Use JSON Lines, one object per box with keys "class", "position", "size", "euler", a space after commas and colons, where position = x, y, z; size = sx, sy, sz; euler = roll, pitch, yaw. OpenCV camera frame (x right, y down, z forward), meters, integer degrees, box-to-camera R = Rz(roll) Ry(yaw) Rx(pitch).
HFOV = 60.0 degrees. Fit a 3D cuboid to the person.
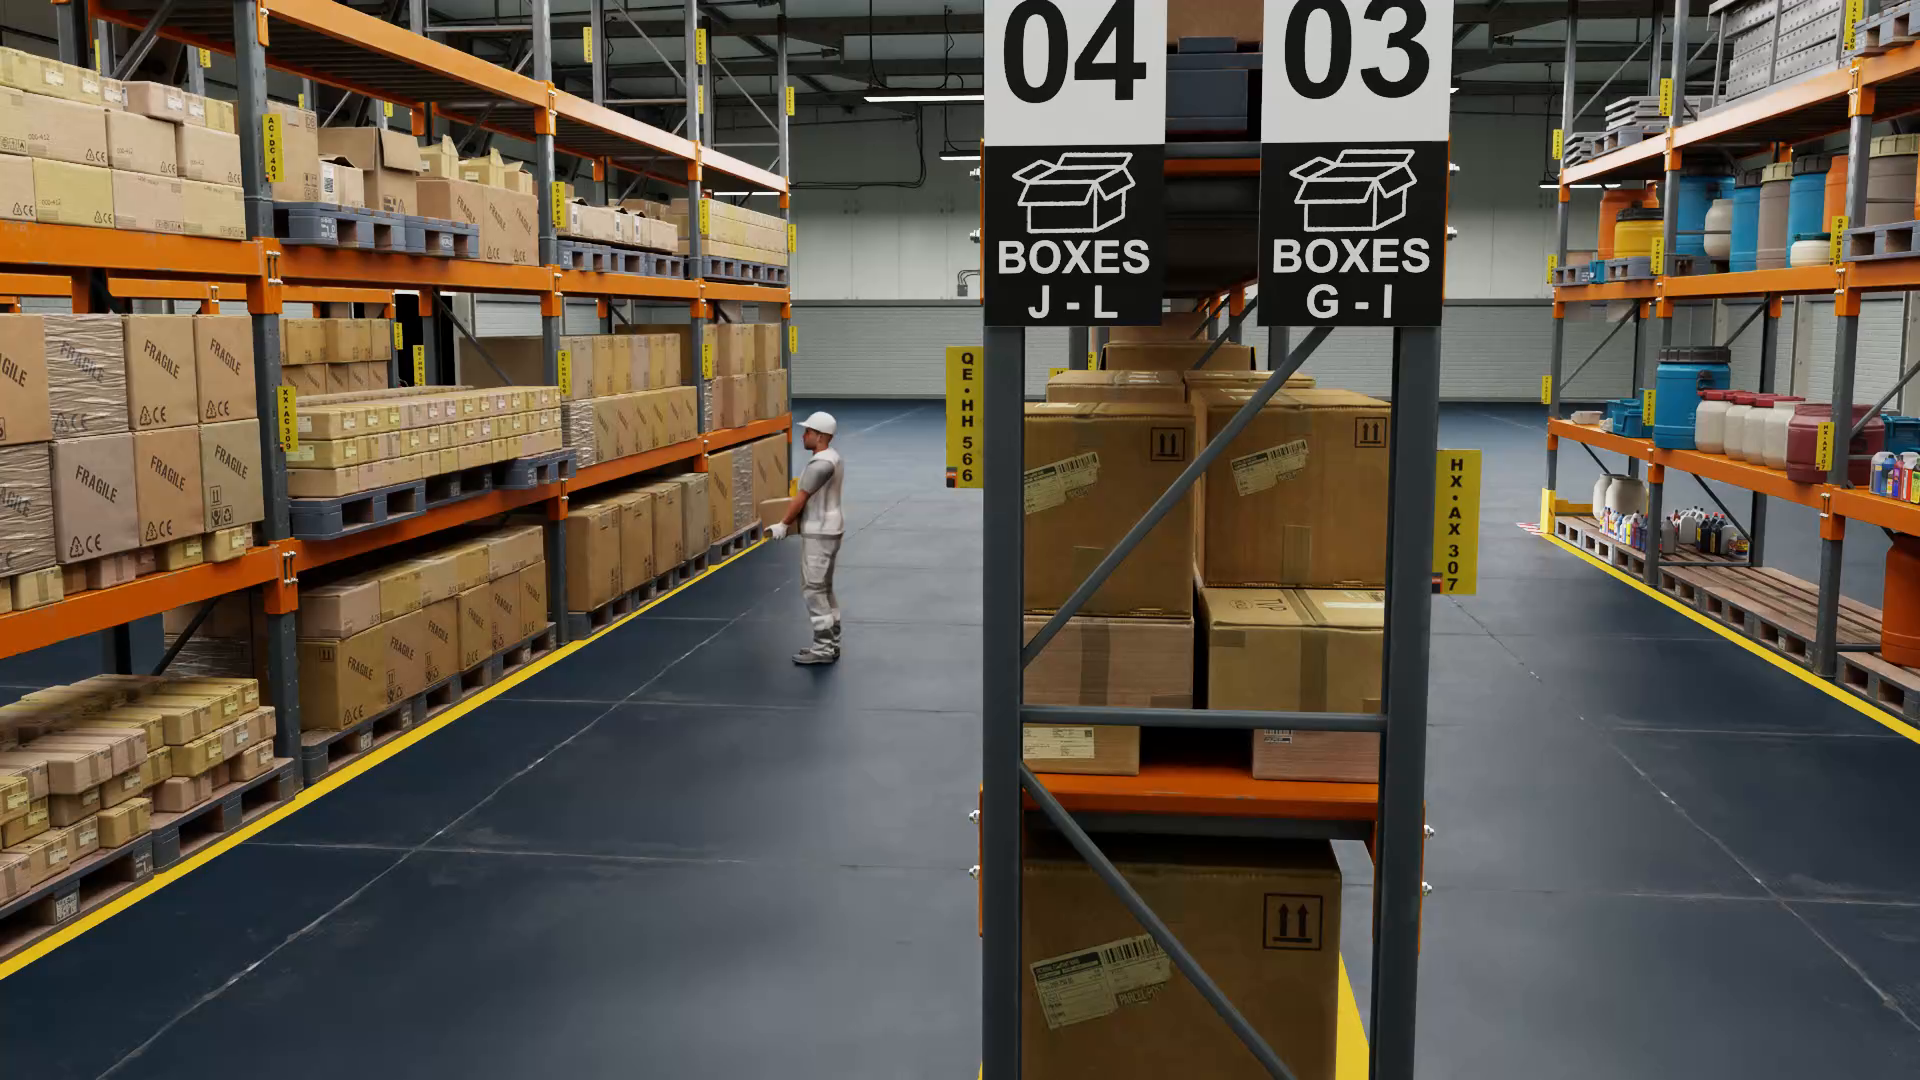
{"class": "person", "position": [-1.099, -0.021, 11.854], "size": [0.561, 1.787, 0.495], "euler": [1, 8, 6]}
